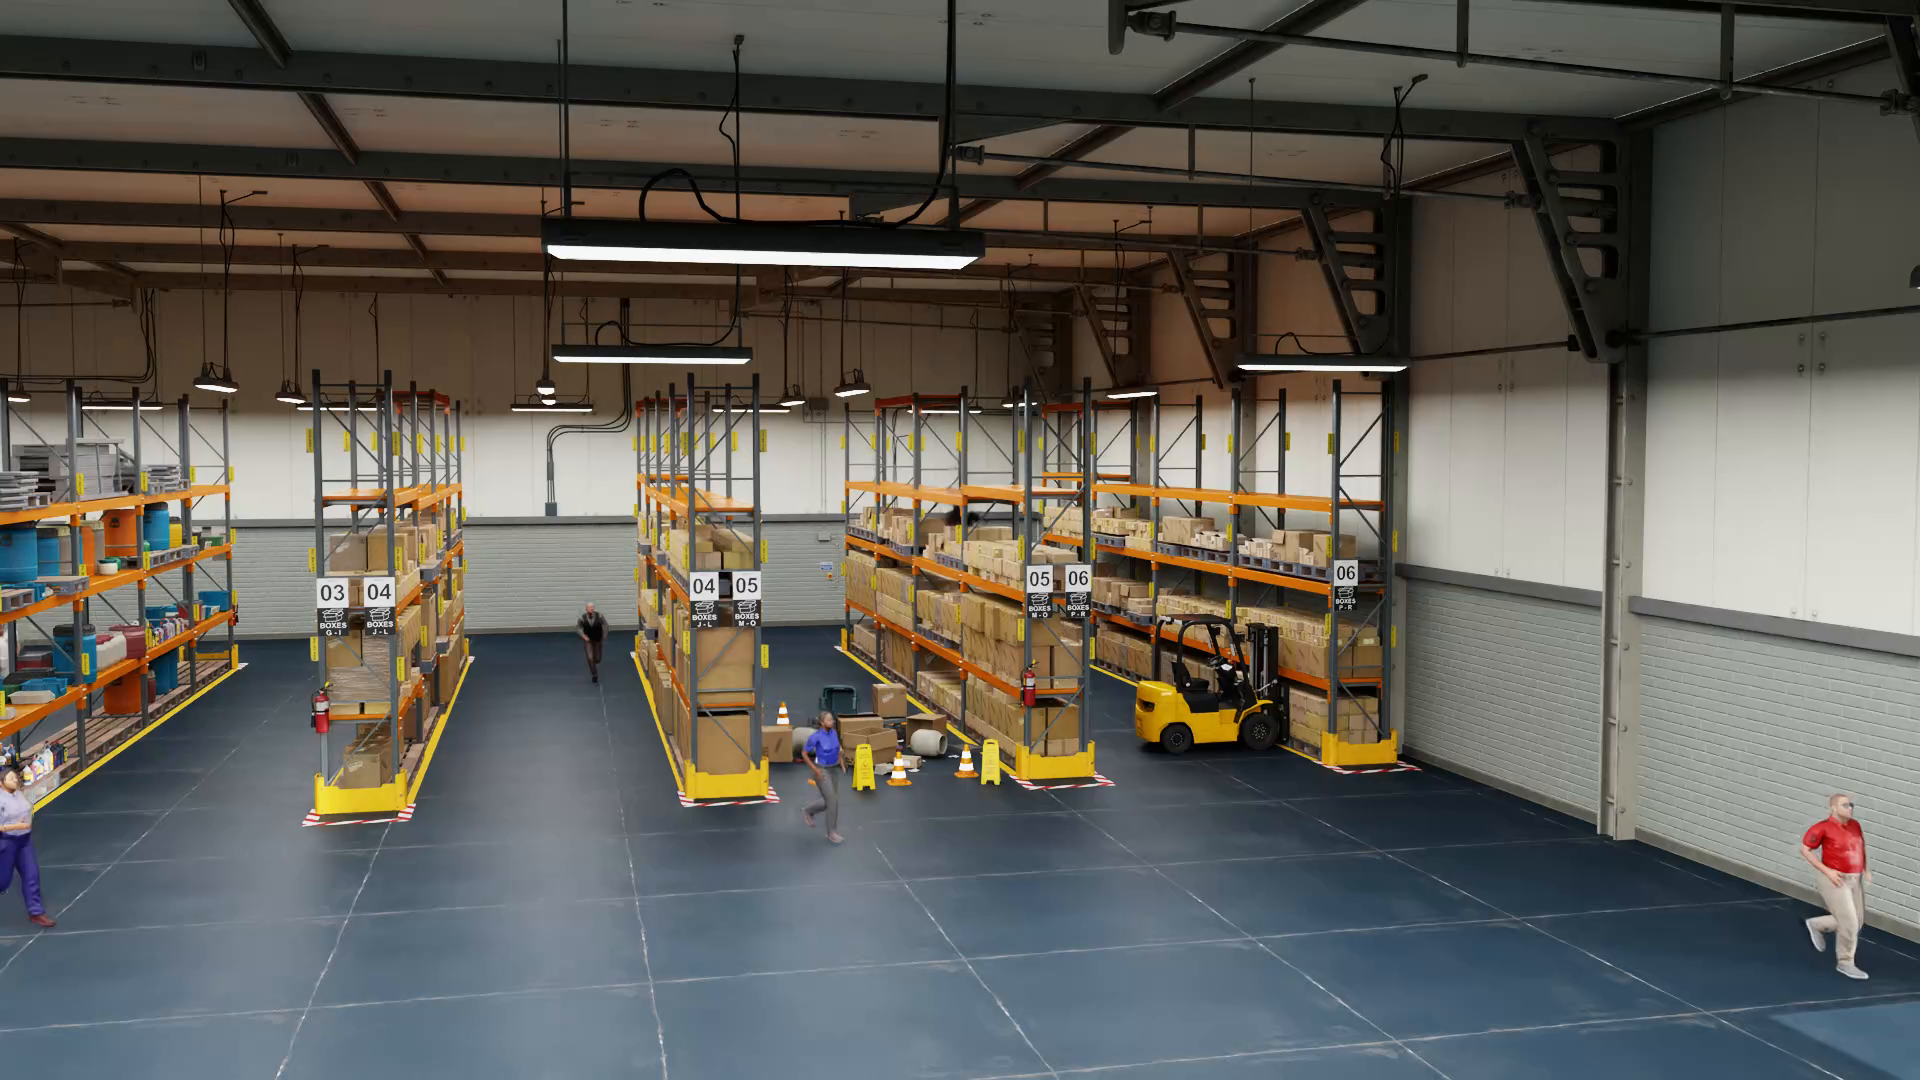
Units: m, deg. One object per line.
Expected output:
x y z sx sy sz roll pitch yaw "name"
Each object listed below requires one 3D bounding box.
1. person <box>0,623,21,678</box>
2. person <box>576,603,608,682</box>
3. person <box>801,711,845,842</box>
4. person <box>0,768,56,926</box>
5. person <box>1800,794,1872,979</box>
-17.884 2.349 31.001 0.665 1.755 0.733 -2 4 -28 "person"
-7.794 2.154 35.224 0.684 1.690 0.688 -1 3 -18 "person"
-1.757 2.981 21.119 0.763 1.642 0.586 2 4 35 "person"
-9.799 3.175 17.172 0.888 1.647 0.606 1 3 11 "person"
8.311 3.238 15.780 0.682 1.684 0.770 -1 4 -20 "person"
